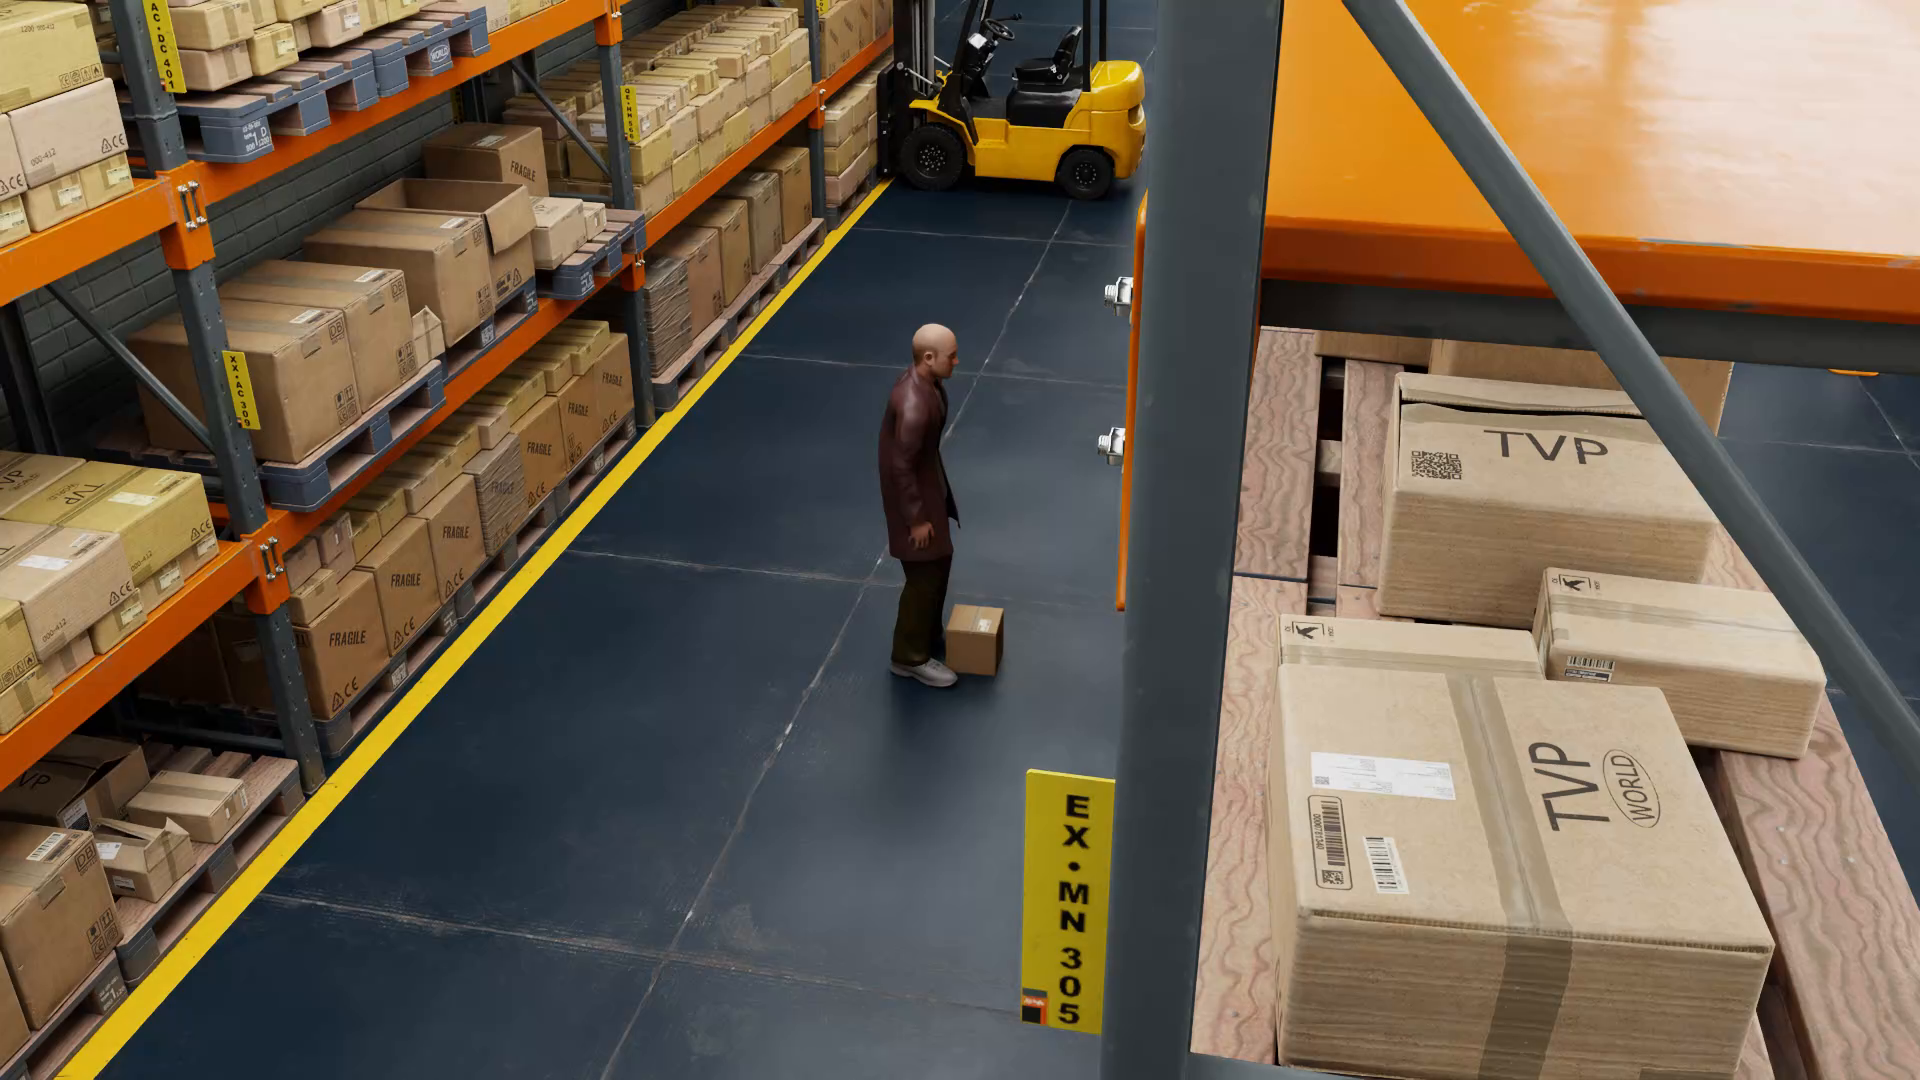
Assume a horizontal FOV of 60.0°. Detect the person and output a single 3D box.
[{"bbox_3d":[-0.172,-0.195,8.001,0.429,1.772,0.643,4,29,8],"label":"person"}]
